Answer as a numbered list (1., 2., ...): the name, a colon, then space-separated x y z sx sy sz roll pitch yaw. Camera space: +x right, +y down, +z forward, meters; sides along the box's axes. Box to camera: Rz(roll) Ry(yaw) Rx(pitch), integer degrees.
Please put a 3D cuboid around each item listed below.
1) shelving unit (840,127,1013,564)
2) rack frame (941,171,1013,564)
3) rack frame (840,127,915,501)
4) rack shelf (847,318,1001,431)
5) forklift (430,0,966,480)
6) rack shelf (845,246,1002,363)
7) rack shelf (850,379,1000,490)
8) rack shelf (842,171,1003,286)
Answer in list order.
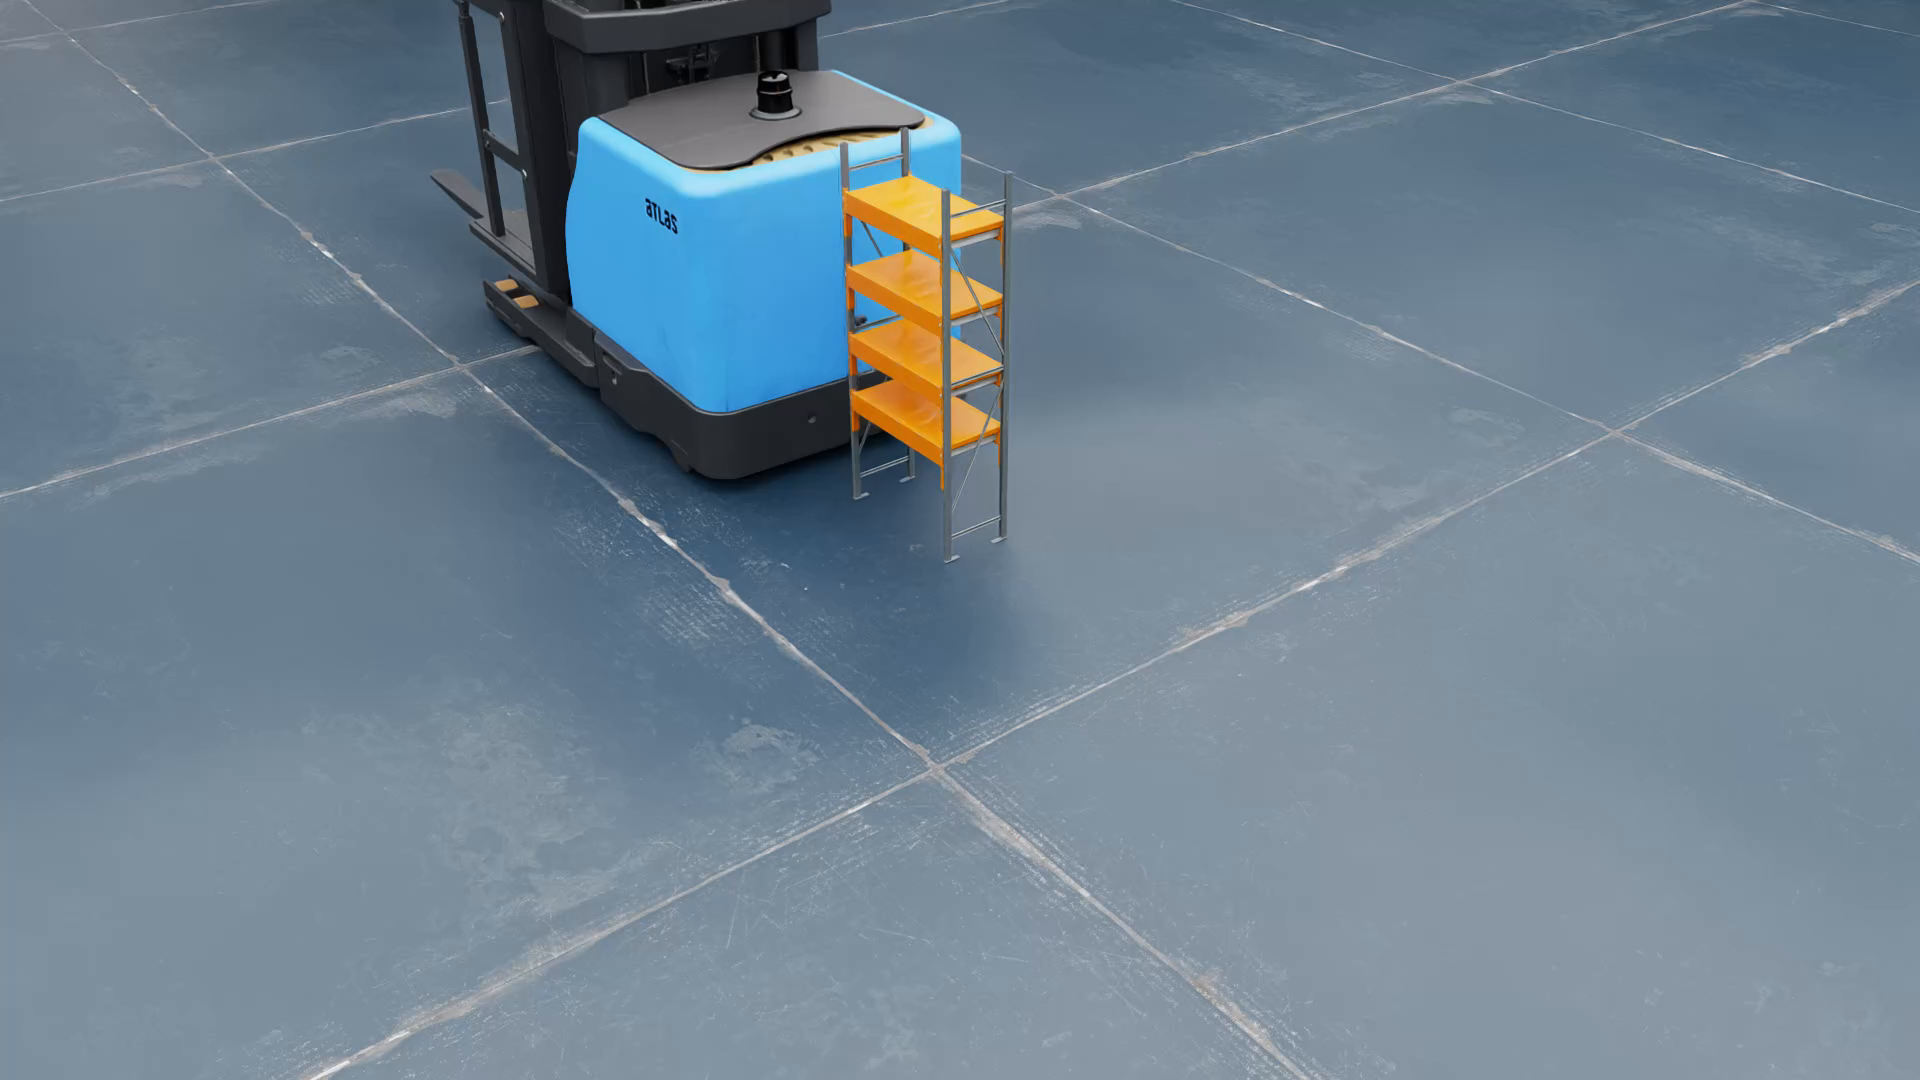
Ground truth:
1. shelving unit: -0.101 -0.579 5.045 0.258 1.200 0.503 -22 38 -31
2. rack frame: 0.048 -0.477 4.881 0.240 1.200 0.015 -22 38 -31
3. rack frame: -0.251 -0.680 5.208 0.240 1.200 0.015 -22 38 -31
4. rack shelf: -0.101 -0.522 5.080 0.258 0.148 0.480 -22 38 -31
5. forklift: -1.243 -2.169 5.964 1.130 2.935 3.031 -21 37 -29
6. rack shelf: -0.101 -0.712 4.962 0.258 0.148 0.480 -22 38 -31
7. rack shelf: -0.101 -0.353 5.185 0.258 0.148 0.480 -22 38 -31
8. rack shelf: -0.101 -0.913 4.837 0.258 0.148 0.480 -22 38 -31
